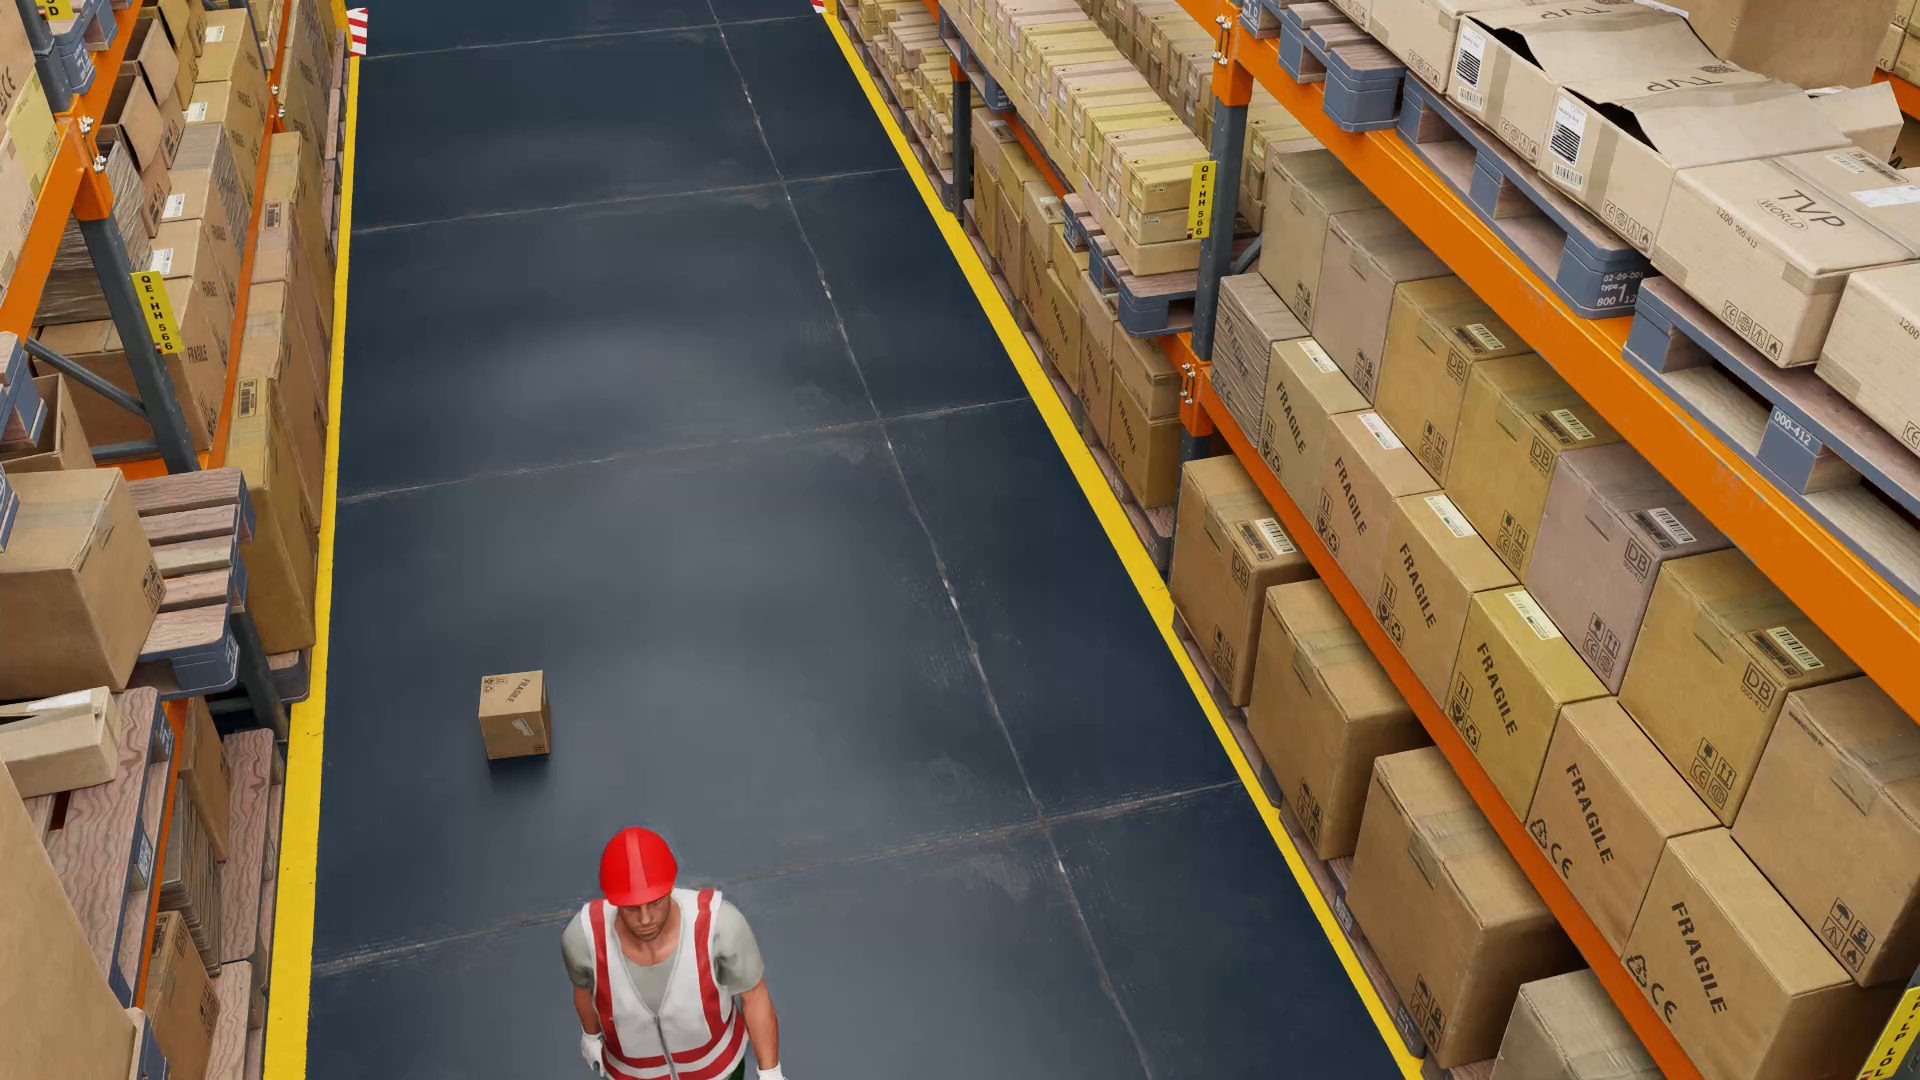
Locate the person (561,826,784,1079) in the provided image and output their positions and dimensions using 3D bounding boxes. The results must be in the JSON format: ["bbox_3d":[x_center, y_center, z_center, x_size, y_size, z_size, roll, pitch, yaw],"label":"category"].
[{"bbox_3d":[-0.790,1.511,4.753,0.583,1.740,1.057,-8,39,-10],"label":"person"}]
